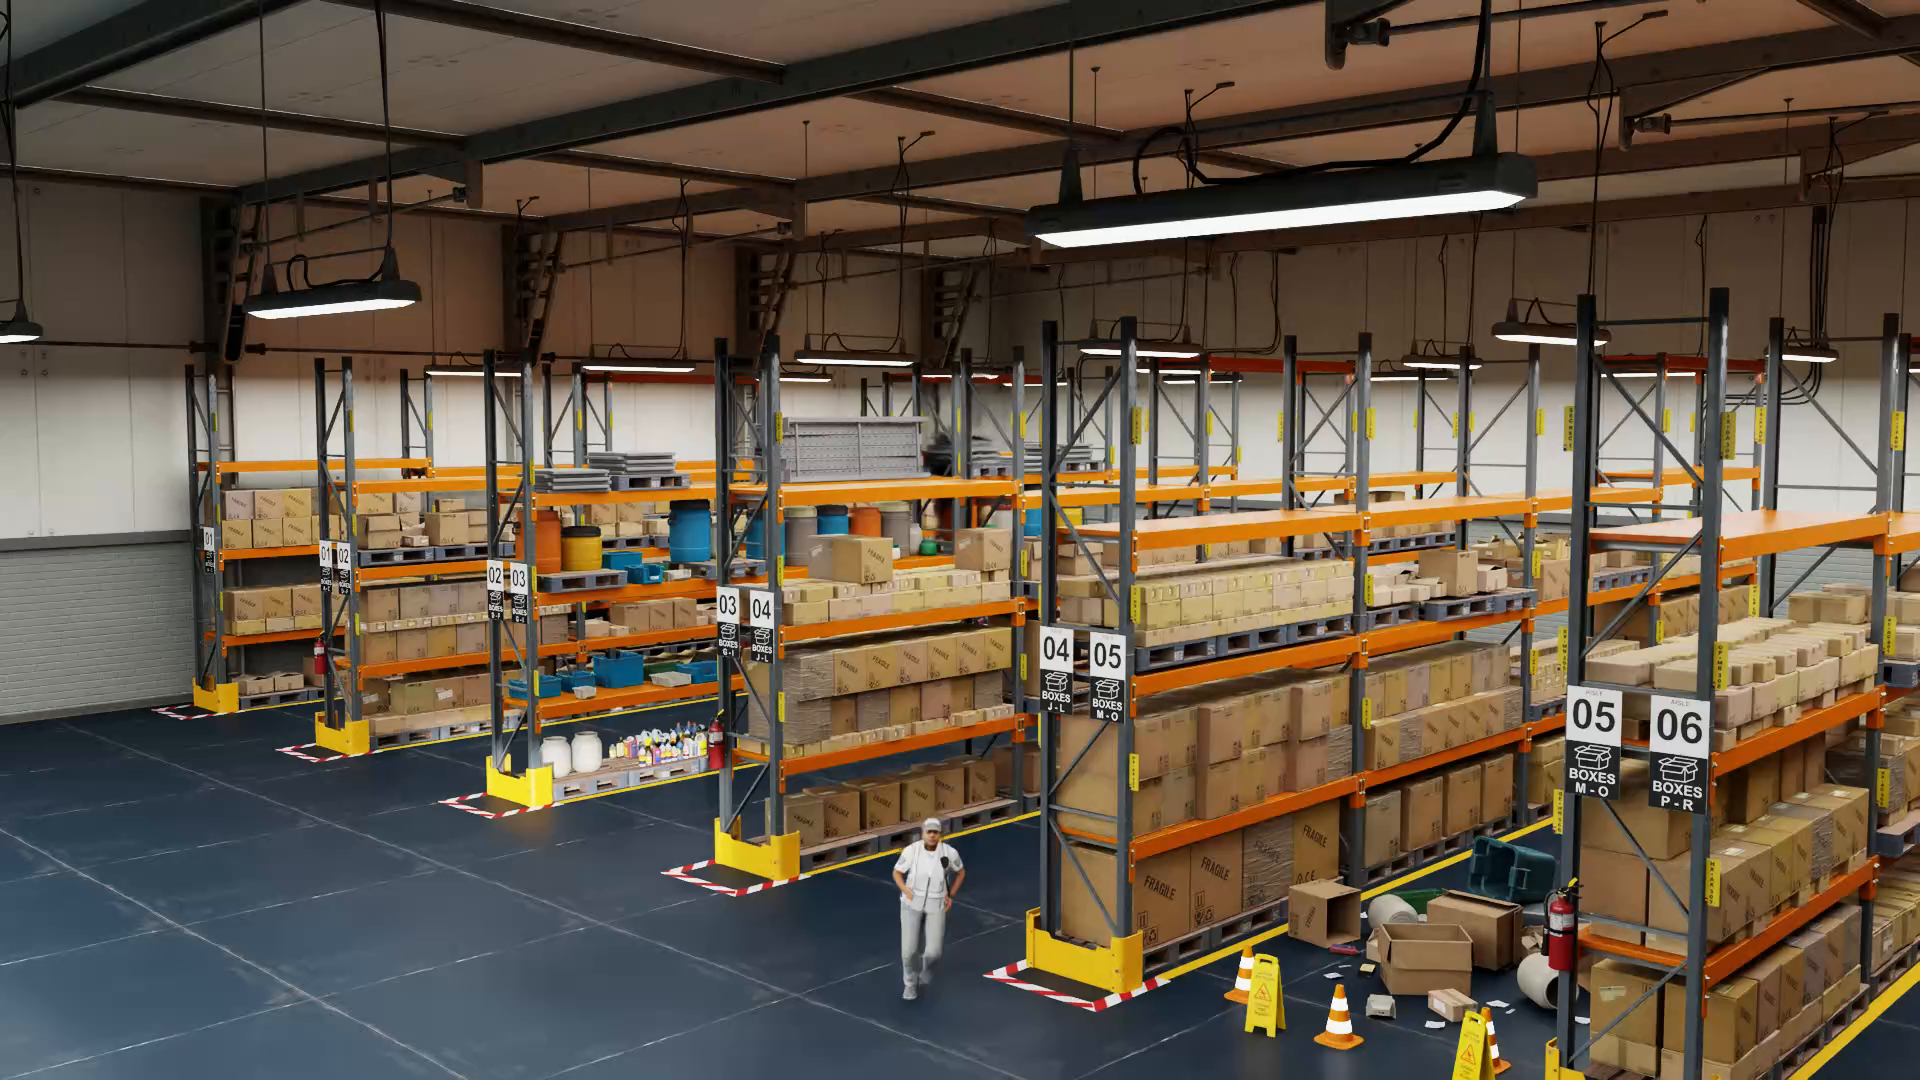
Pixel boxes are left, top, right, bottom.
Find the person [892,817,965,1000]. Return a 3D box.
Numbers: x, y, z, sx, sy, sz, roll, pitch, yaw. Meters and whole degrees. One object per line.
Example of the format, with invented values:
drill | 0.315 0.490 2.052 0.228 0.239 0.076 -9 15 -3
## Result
person | -0.280 3.243 14.657 0.642 1.611 0.572 0 4 1
